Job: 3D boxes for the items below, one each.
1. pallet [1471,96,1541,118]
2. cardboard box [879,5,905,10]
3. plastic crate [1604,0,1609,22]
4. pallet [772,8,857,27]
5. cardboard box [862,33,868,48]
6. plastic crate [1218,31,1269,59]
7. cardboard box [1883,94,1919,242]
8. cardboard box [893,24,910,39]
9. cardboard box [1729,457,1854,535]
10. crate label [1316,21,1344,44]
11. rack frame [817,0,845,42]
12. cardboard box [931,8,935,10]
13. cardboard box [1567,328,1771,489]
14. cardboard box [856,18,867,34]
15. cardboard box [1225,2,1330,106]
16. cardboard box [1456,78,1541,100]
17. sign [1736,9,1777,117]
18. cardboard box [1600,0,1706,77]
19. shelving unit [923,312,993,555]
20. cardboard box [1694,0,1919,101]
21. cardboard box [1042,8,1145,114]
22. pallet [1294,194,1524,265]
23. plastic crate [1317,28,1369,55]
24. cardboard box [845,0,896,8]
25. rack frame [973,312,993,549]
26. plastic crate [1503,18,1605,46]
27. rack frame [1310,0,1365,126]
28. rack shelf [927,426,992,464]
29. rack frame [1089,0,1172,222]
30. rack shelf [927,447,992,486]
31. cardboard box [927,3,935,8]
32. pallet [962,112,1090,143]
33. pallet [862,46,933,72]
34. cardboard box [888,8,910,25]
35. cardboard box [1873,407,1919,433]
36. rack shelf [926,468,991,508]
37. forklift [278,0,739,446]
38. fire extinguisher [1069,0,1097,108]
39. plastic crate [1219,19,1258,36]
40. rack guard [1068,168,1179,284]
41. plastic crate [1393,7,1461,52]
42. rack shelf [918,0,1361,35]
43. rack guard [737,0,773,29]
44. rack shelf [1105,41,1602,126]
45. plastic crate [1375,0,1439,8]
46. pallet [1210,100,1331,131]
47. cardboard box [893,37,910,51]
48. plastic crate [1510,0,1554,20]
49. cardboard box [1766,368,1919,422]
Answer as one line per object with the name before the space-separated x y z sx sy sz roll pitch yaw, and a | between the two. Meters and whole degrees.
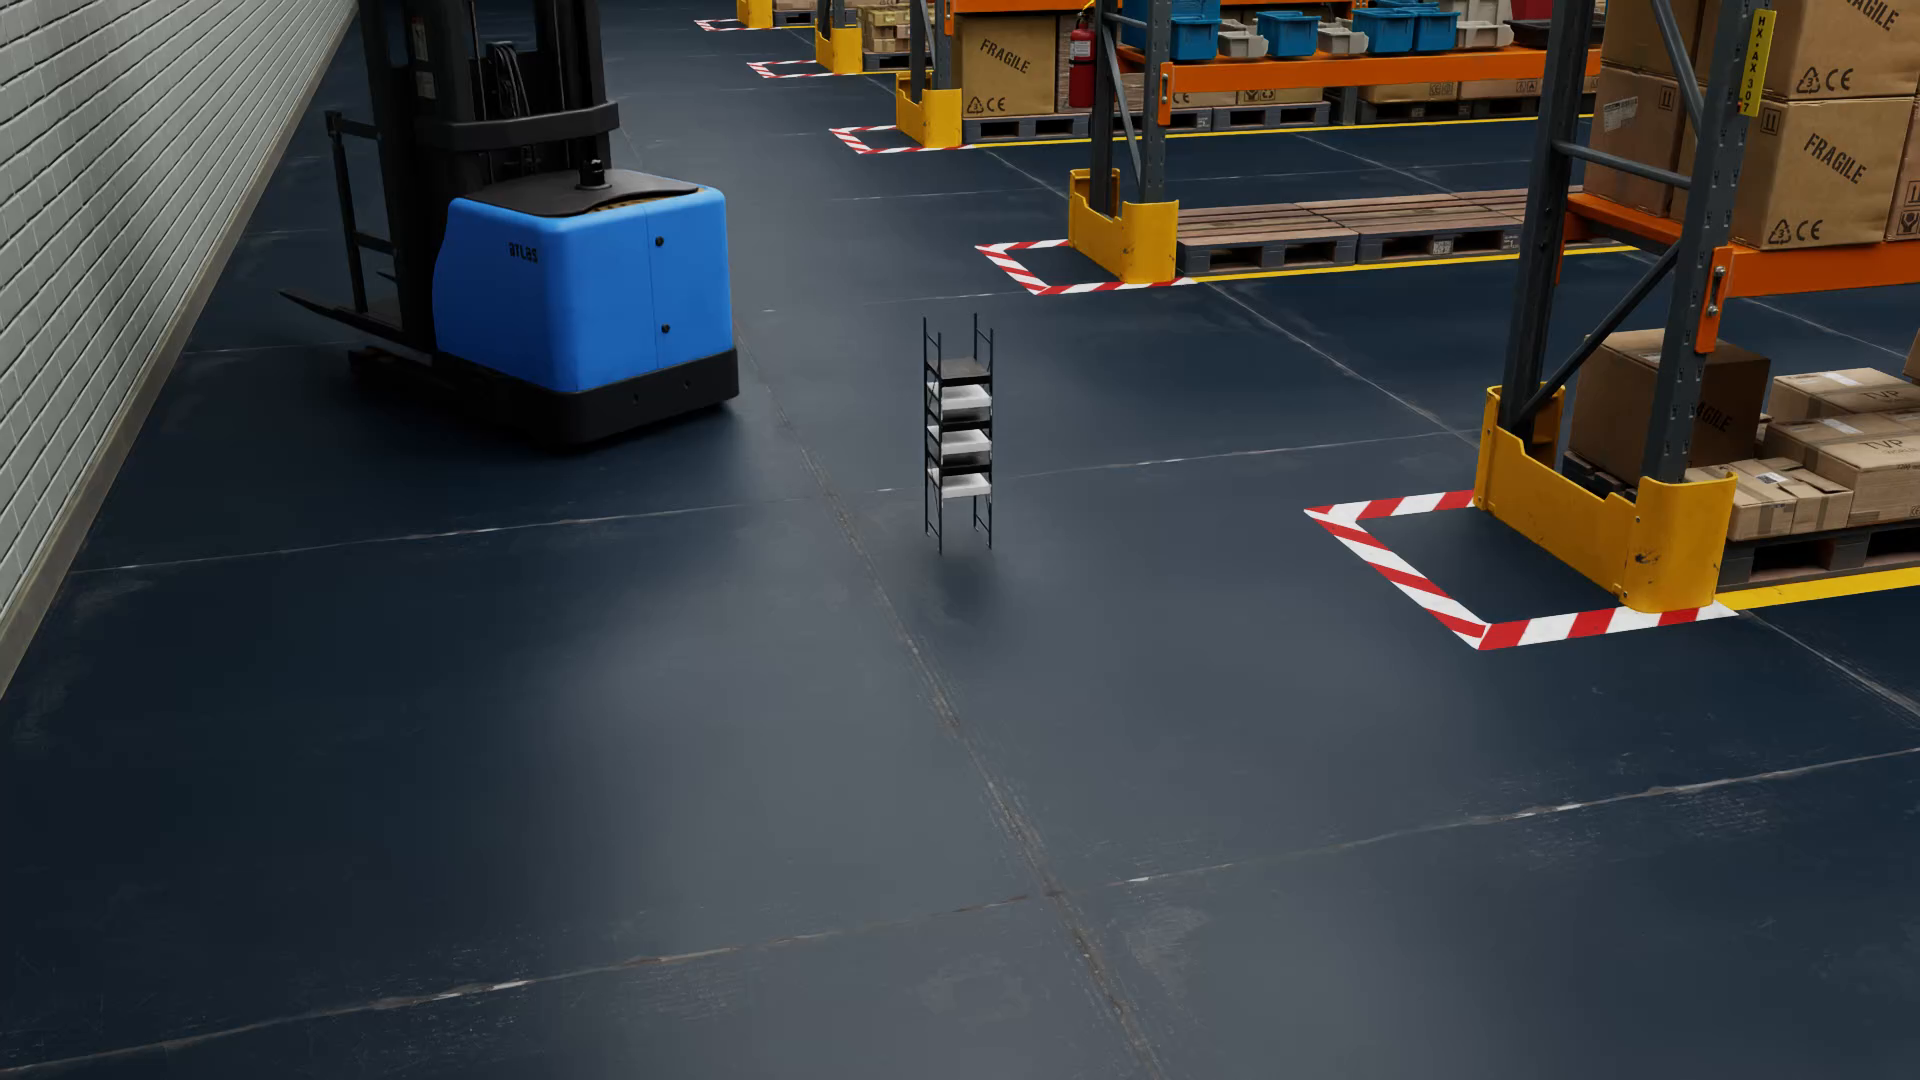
pallet | 5.480 -4.485 16.852 1.213 0.211 1.003 -6 24 -14
cardboard box | -0.814 -6.306 19.888 0.250 0.149 0.380 -6 24 -13
plastic crate | 4.561 -3.485 10.929 0.575 0.384 0.392 -6 24 -14
pallet | -2.199 -7.694 24.331 1.213 0.211 1.003 -6 24 -14
cardboard box | -1.063 -6.010 19.953 0.250 0.149 0.380 -6 24 -13
plastic crate | 1.725 -3.028 10.179 0.298 0.136 0.250 -6 24 -14
cardboard box | 3.395 -1.387 5.969 0.500 0.500 0.500 -7 24 -15
cardboard box | -0.660 -5.977 19.500 0.250 0.149 0.380 -6 24 -15
cardboard box | 3.138 -0.177 6.313 0.250 0.166 0.380 -6 24 -14
crate label | 2.348 -3.344 10.915 0.243 0.136 0.396 -6 24 -14
rack frame | -1.513 -6.992 19.159 0.127 3.000 1.000 -6 24 -14
cardboard box | -0.190 -6.186 19.609 0.250 0.149 0.380 -8 24 -17
cardboard box | 2.859 -0.541 6.738 0.500 0.500 0.500 -6 24 -14
cardboard box | -1.082 -6.176 19.963 0.250 0.149 0.380 -7 24 -16
cardboard box | 2.924 -4.701 15.981 0.875 0.875 0.875 -6 24 -14
cardboard box | 5.052 -4.912 16.473 0.875 0.875 1.225 -7 24 -16
sign | 2.548 -1.528 5.328 0.005 0.325 0.100 -6 24 -14
cardboard box | 2.756 -1.994 6.116 0.500 0.500 0.500 -7 24 -15
shelving unit | -0.008 -0.413 6.488 0.210 0.900 0.258 -6 24 -14
cardboard box | 2.900 -1.789 5.639 0.500 0.500 0.500 -6 24 -13
cardboard box | 1.200 -4.510 15.537 0.875 0.875 0.875 -6 24 -14
pallet | 3.044 -2.138 11.382 1.213 0.211 1.003 -6 24 -14
plastic crate | 2.378 -3.100 10.347 0.298 0.136 0.250 -6 24 -14
cardboard box | -1.460 -8.085 24.423 0.875 0.438 0.875 -6 24 -13
rack frame | 0.090 -0.424 6.514 0.006 0.900 0.240 -6 24 -14
plastic crate | 3.913 -3.324 10.882 0.590 0.125 0.437 -6 24 -14
rack frame | 3.581 -5.524 15.738 0.127 3.000 1.000 -6 24 -14
rack shelf | -0.008 -0.382 6.502 0.200 0.077 0.258 -6 24 -14
rack frame | 1.067 -3.218 10.362 0.127 3.000 1.000 -6 24 -14
rack shelf | -0.008 -0.299 6.537 0.200 0.077 0.258 -6 24 -14
cardboard box | -0.333 -6.385 20.073 0.250 0.149 0.380 -7 24 -16
pallet | 0.478 -3.931 15.562 1.213 0.211 1.003 -6 24 -14
pallet | -0.648 -5.792 19.898 1.213 0.211 1.003 -6 24 -14
cardboard box | -0.684 -6.150 19.525 0.250 0.149 0.380 -6 24 -13
cardboard box | 3.965 -0.332 6.566 0.500 0.250 0.500 -6 24 -14
rack shelf | -0.008 -0.217 6.573 0.200 0.077 0.258 -6 24 -14
forklift | -2.511 -2.249 8.192 3.031 2.935 1.130 20 30 38
fire extinguisher | 0.799 -3.167 10.816 0.183 0.674 0.296 -6 24 -14
plastic crate | 1.804 -3.280 10.765 0.243 0.136 0.396 -6 24 -14
rack guard | 1.048 -2.061 10.838 0.348 0.500 1.175 -6 24 -14
plastic crate | 2.951 -3.242 10.555 0.300 0.233 0.416 -6 24 -14
rack shelf | 1.655 -4.980 15.383 4.000 0.370 1.077 -6 24 -14
rack guard | -2.971 -7.709 24.000 0.348 0.500 1.175 -6 24 -14
rack shelf | 2.993 -3.100 11.001 4.000 0.370 1.077 -6 24 -14
plastic crate | 2.975 -3.484 11.120 0.300 0.233 0.416 -6 24 -14
pallet | 2.827 -4.191 16.168 1.213 0.211 1.003 -6 24 -14
cardboard box | -0.692 -5.868 19.622 0.250 0.149 0.380 -6 24 -15
plastic crate | 3.991 -3.701 11.331 0.583 0.464 0.402 -6 24 -14
cardboard box | 3.781 -0.516 6.996 0.500 0.250 0.500 -6 24 -14
